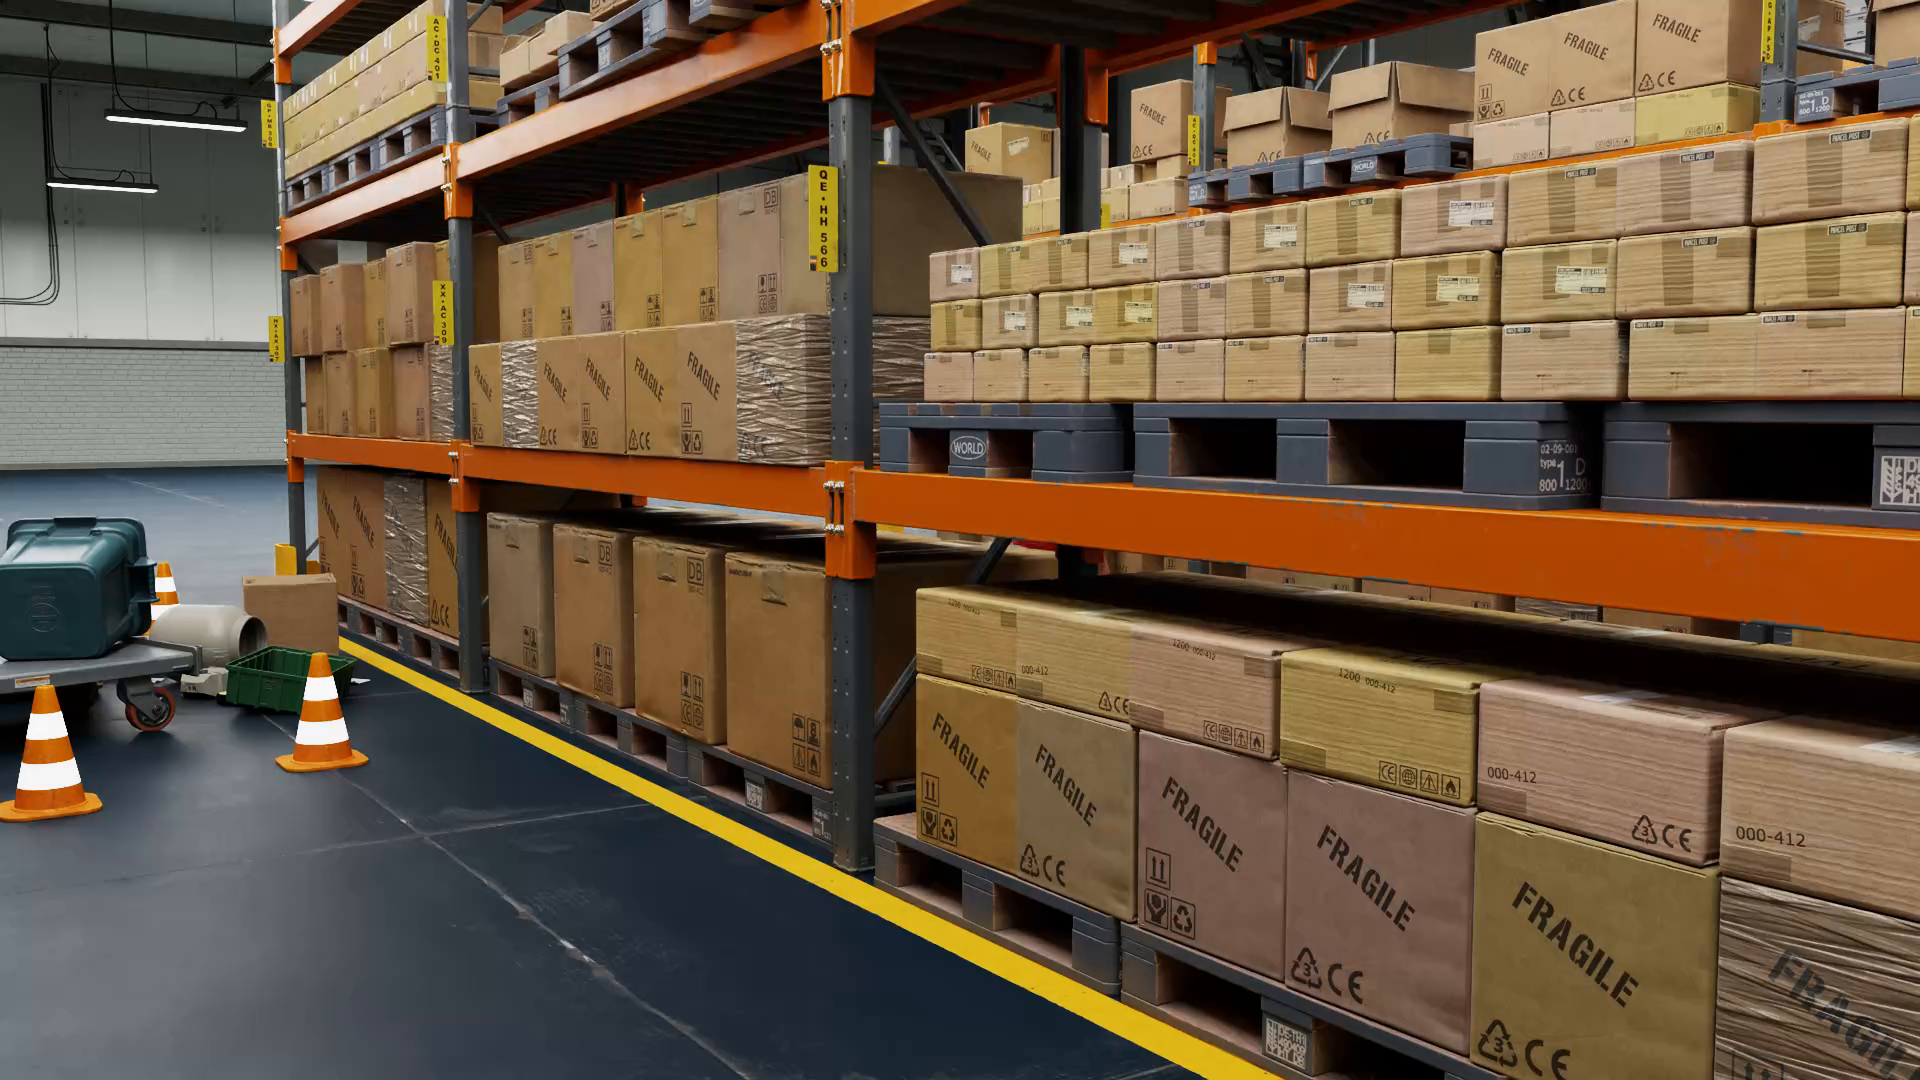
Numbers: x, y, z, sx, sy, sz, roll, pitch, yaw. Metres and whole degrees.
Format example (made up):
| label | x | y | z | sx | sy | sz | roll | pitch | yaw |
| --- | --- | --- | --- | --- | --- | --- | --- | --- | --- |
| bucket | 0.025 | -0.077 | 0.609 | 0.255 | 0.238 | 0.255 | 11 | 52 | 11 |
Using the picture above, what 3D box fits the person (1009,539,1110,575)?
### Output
| label | x | y | z | sx | sy | sz | roll | pitch | yaw |
| --- | --- | --- | --- | --- | --- | --- | --- | --- | --- |
| person | 0.488 | 0.204 | 9.422 | 0.844 | 1.085 | 0.568 | -3 | 6 | -34 |
